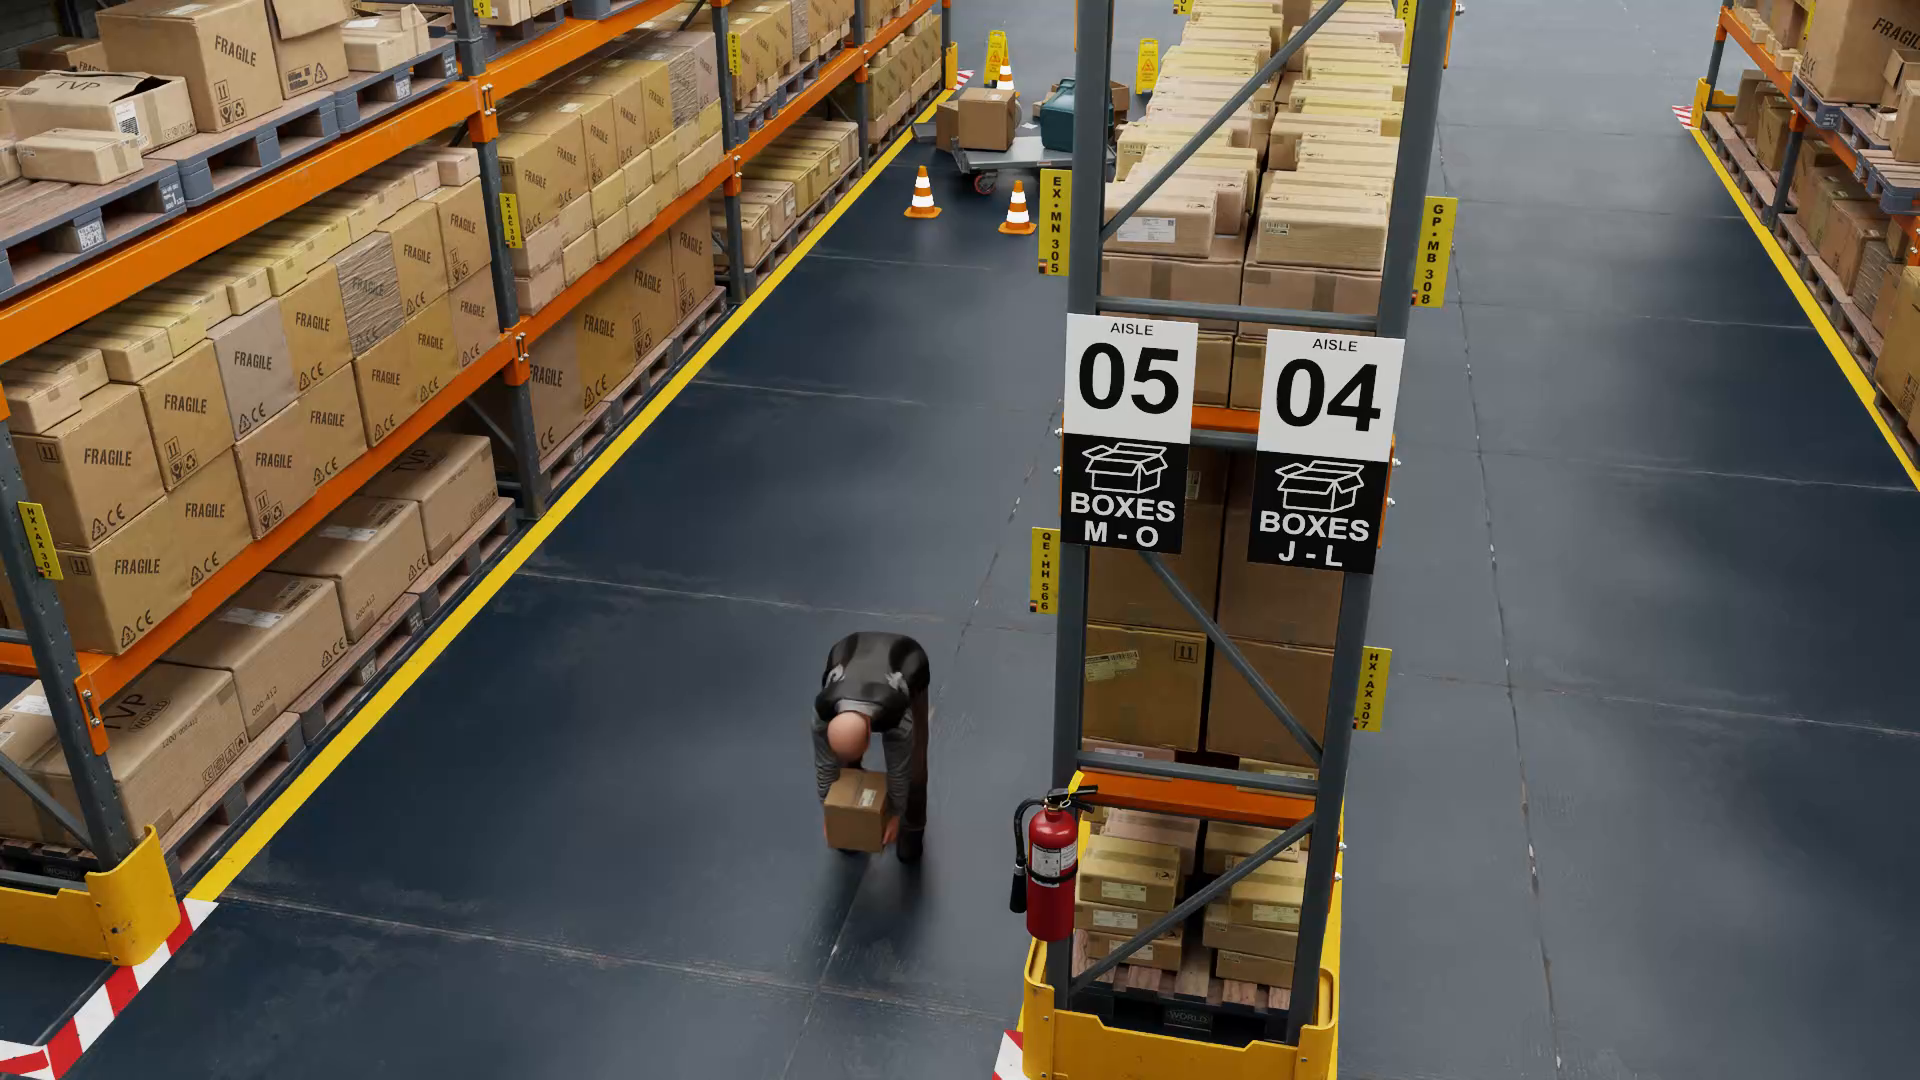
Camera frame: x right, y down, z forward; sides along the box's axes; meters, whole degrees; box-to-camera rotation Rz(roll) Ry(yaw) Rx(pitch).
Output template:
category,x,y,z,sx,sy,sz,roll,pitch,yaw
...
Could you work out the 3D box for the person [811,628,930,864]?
category,x,y,z,sx,sy,sz,roll,pitch,yaw
person,-0.397,0.986,7.367,0.459,1.221,0.934,5,29,8
